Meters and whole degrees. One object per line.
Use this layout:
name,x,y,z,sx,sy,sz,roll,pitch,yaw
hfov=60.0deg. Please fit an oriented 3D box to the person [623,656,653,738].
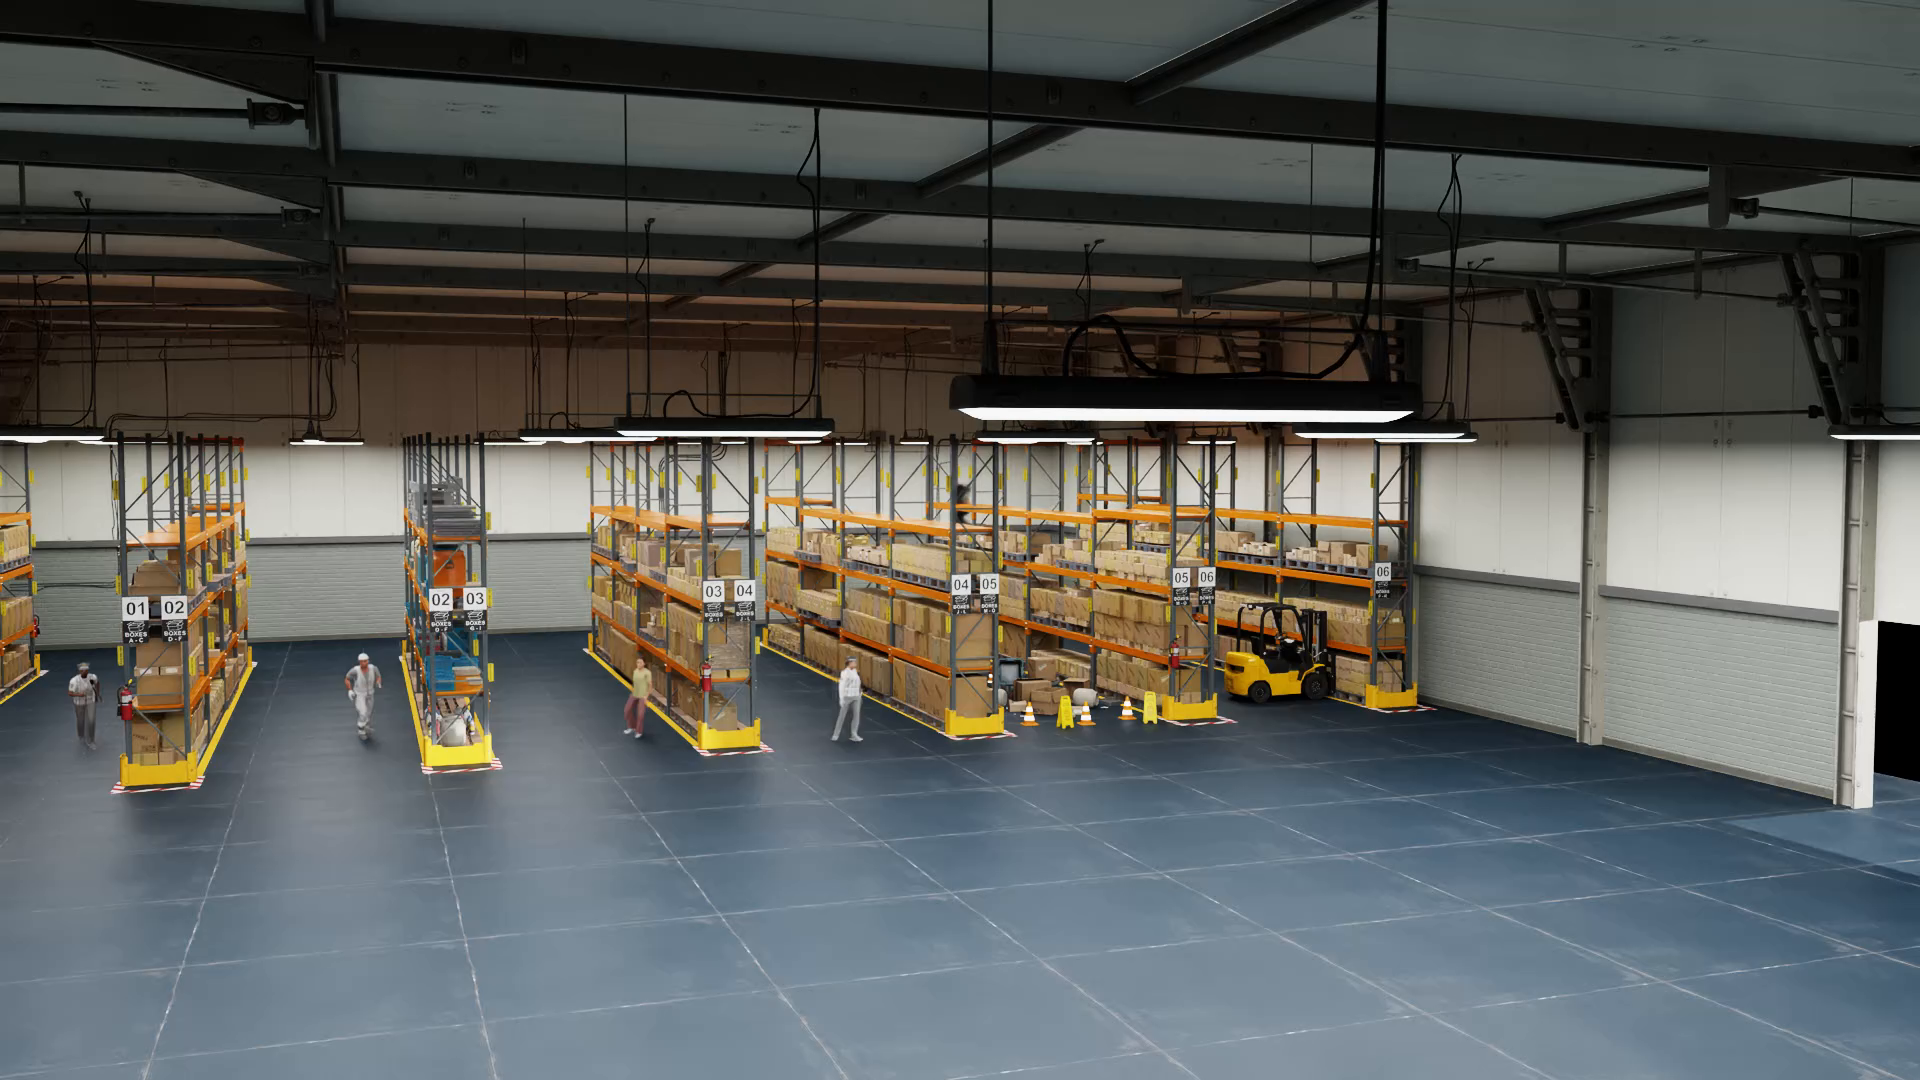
person,-6.364,3.106,32.862,0.697,1.667,0.415,1,3,21

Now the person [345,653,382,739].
person,-11.740,3.069,32.871,0.914,1.716,0.699,3,4,41

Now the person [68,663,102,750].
person,-16.715,3.138,31.778,0.575,1.658,0.954,-2,4,-30

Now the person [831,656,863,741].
person,-2.208,3.095,32.501,0.627,1.675,0.488,-3,4,-41
